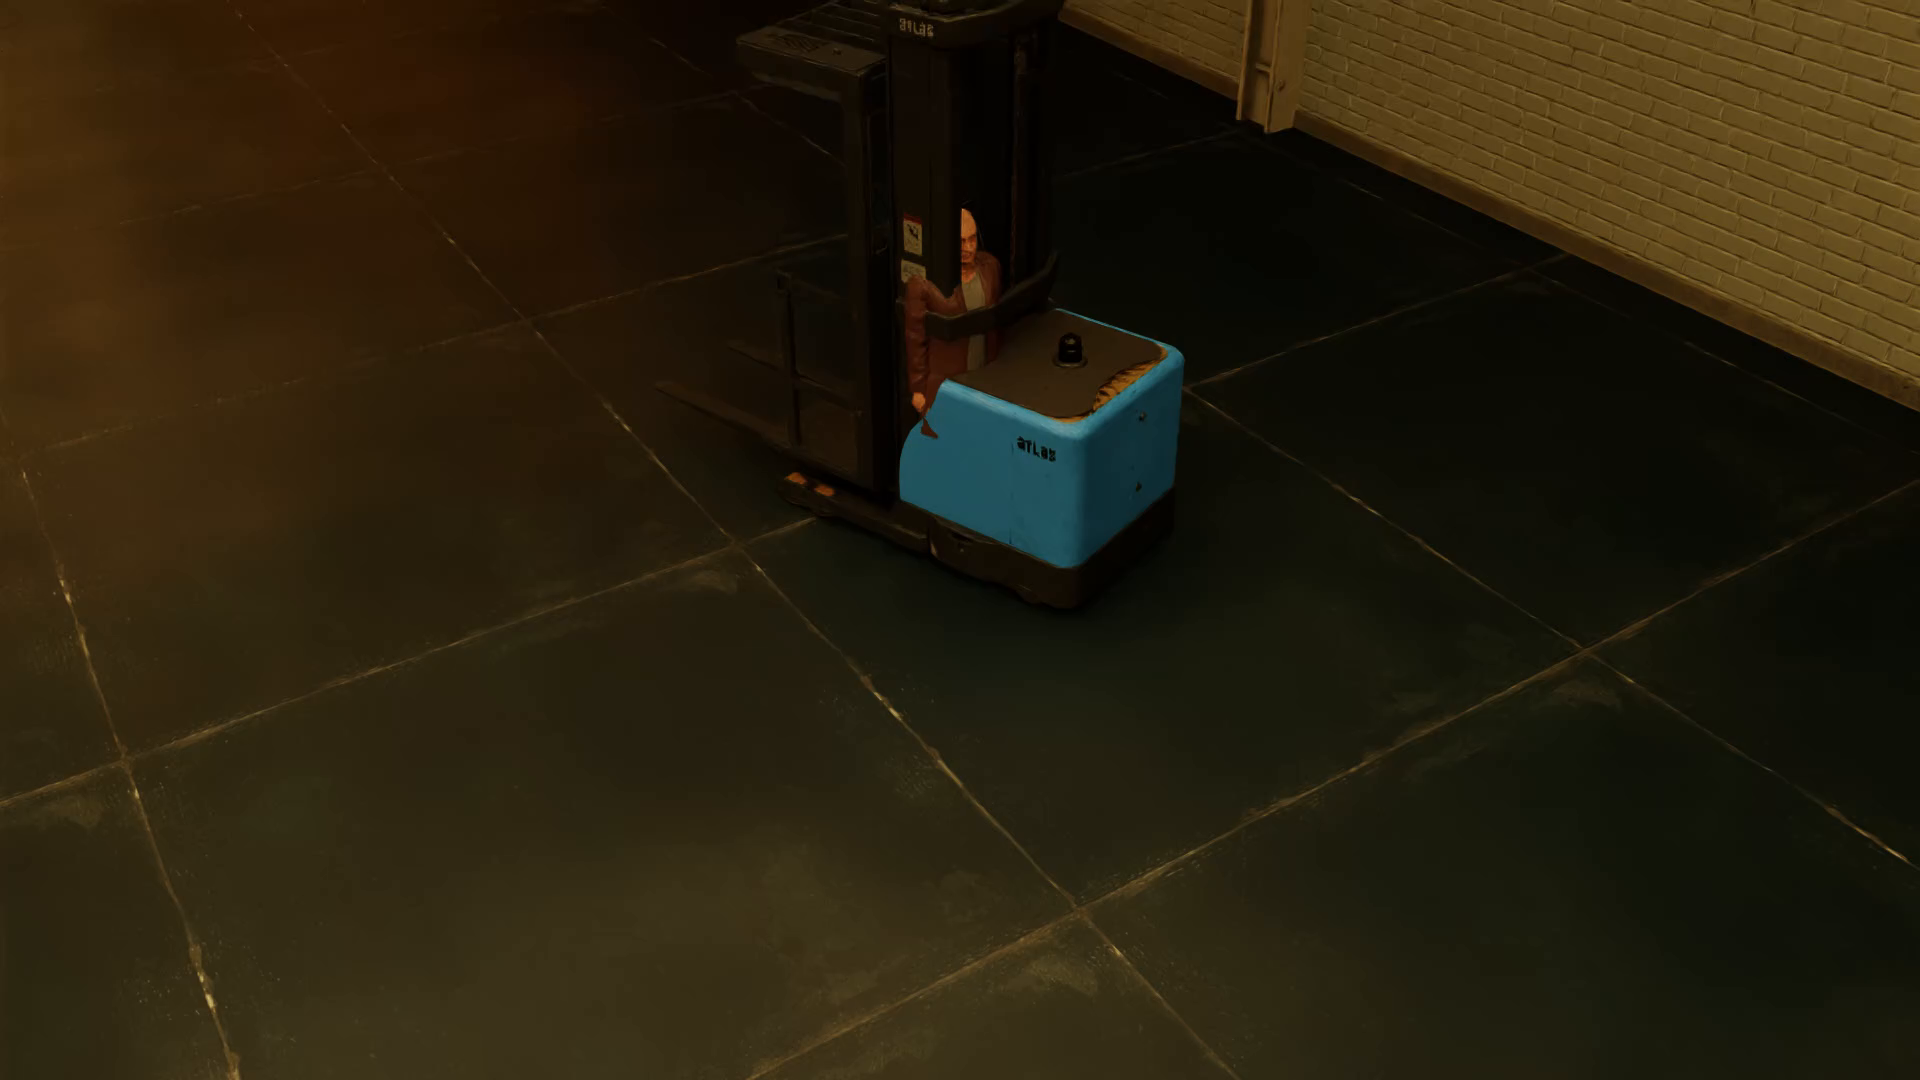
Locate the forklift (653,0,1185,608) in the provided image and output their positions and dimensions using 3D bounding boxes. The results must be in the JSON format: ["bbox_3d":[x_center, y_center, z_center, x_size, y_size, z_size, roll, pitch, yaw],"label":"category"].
[{"bbox_3d":[-0.362,-1.546,8.348,3.031,2.935,1.130,23,41,29],"label":"forklift"}]

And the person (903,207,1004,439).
[{"bbox_3d":[0.032,-0.794,8.084,0.558,1.694,0.418,-21,40,-27],"label":"person"}]
